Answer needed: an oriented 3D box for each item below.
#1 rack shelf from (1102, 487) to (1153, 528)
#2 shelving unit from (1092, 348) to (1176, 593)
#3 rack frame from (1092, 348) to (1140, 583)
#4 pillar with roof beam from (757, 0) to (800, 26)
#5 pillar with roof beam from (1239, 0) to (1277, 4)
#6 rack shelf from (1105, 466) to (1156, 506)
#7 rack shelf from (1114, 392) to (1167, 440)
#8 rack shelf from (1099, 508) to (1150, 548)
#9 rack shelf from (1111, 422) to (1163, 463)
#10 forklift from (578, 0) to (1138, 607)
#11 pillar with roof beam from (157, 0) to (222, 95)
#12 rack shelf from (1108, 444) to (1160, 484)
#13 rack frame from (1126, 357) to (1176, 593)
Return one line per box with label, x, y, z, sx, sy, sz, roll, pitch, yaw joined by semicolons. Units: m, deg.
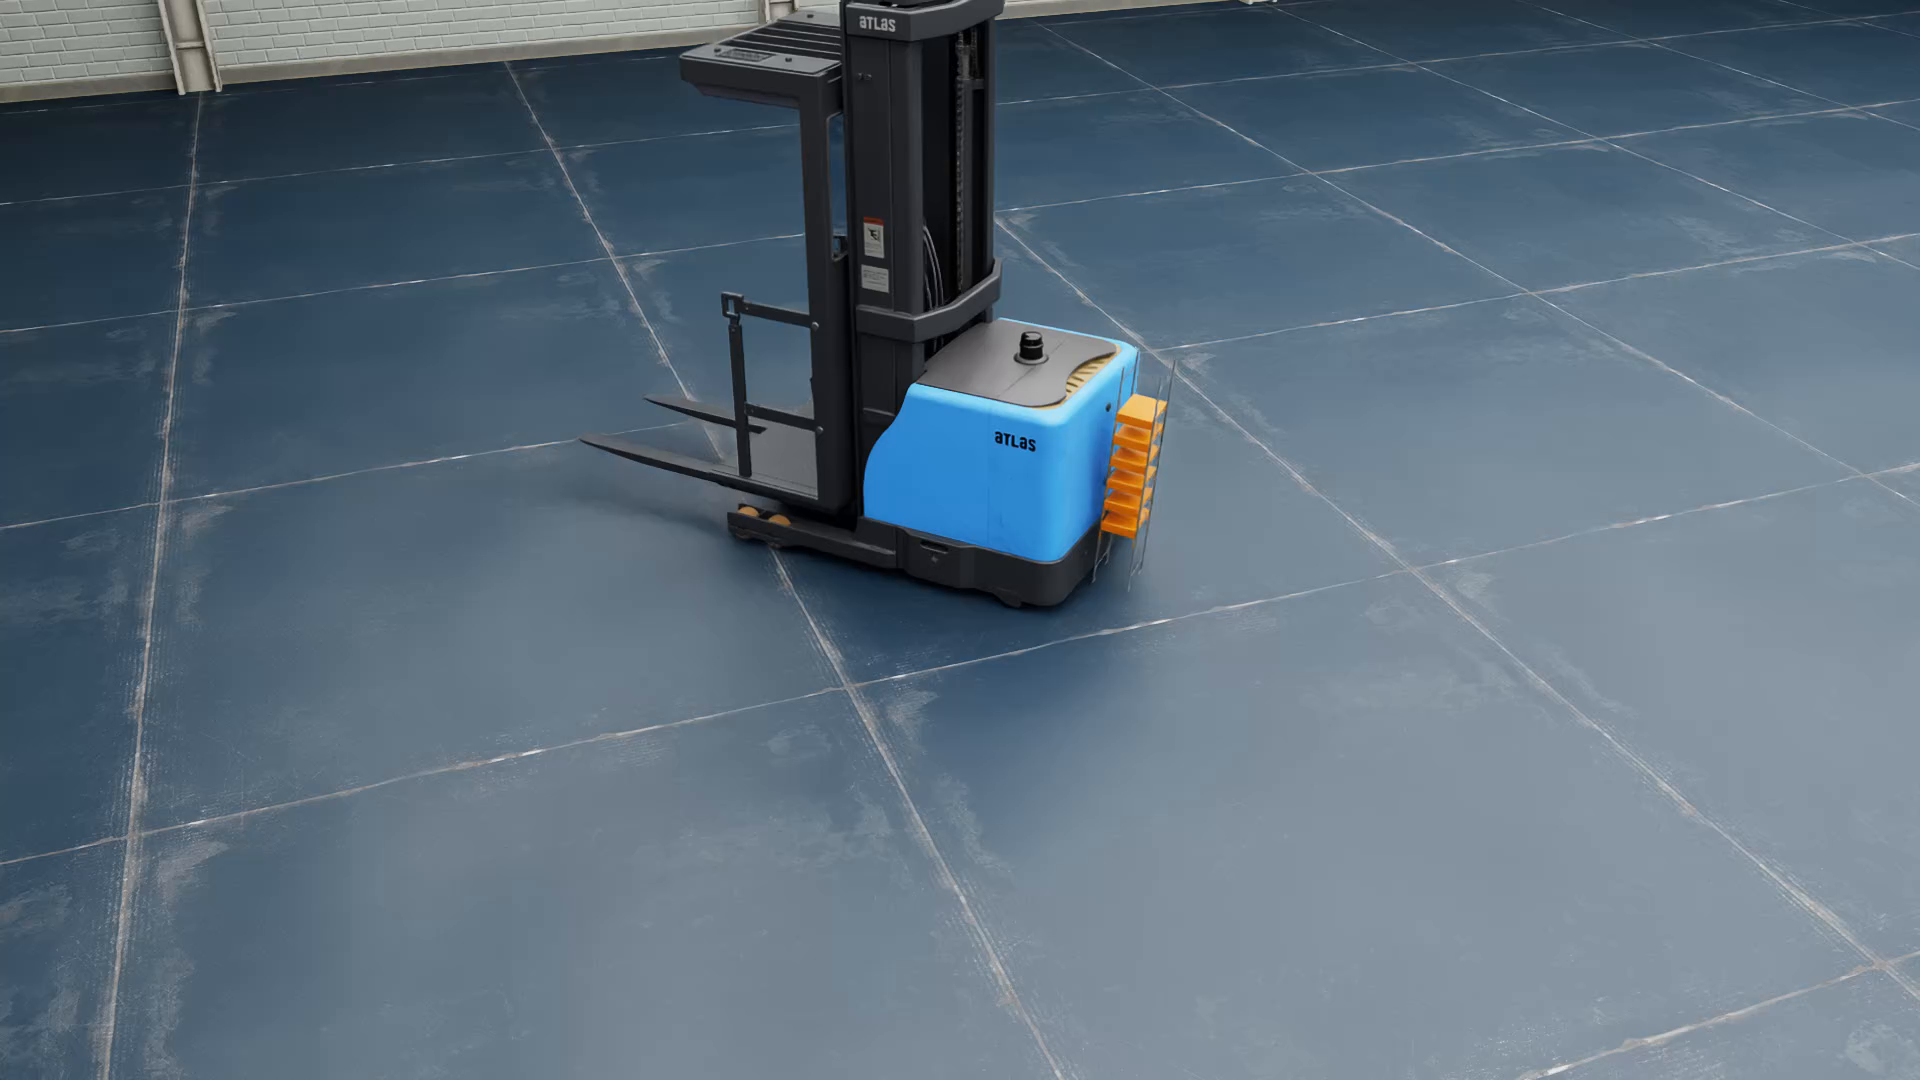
rack shelf;0.828;-0.184;8.179;0.180;0.103;0.258;16;33;17
shelving unit;0.841;-0.323;8.093;0.189;1.200;0.258;16;33;17
rack frame;0.757;-0.348;8.120;0.006;1.200;0.240;16;33;17
pillar with roof beam;-0.498;-7.473;12.777;0.400;9.000;9.100;-10;31;-18
pillar with roof beam;5.126;-8.509;14.595;0.400;9.000;9.100;-10;31;-18
rack shelf;0.838;-0.286;8.116;0.180;0.103;0.258;16;33;17
rack shelf;0.866;-0.591;7.928;0.180;0.103;0.258;16;33;17
rack shelf;0.819;-0.082;8.242;0.180;0.103;0.258;16;33;17
rack shelf;0.856;-0.489;7.991;0.180;0.103;0.258;16;33;17
forklift;-0.644;-1.450;8.334;3.031;2.935;1.130;14;33;24
pillar with roof beam;-6.121;-6.438;10.959;0.400;9.000;9.100;-10;31;-18
rack shelf;0.847;-0.387;8.054;0.180;0.103;0.258;16;33;17
rack frame;0.925;-0.299;8.066;0.006;1.200;0.240;16;33;17
